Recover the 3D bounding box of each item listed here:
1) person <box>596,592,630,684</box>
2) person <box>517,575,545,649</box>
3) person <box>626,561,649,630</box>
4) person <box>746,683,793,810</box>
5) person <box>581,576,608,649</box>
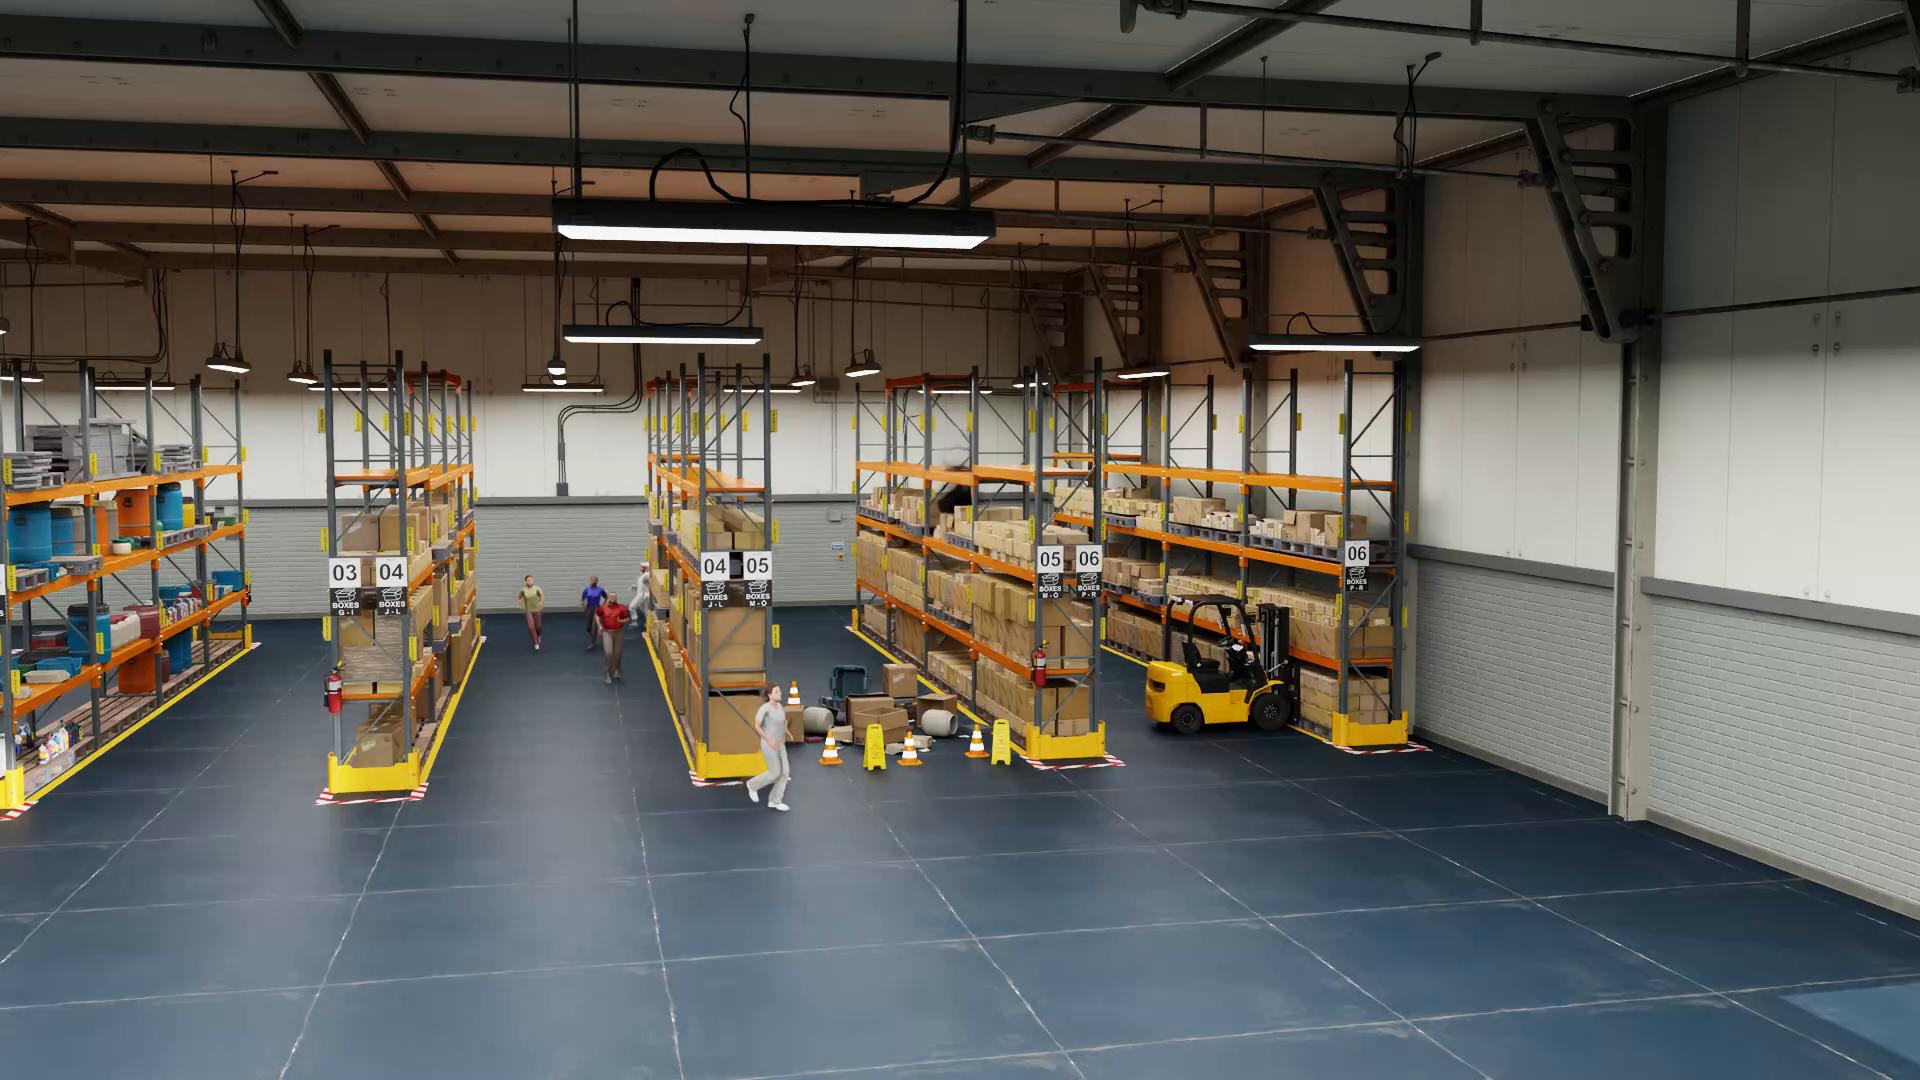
[{"bbox_3d":[-6.763,1.894,32.435,0.647,1.790,0.769,-1,4,-14],"label":"person"},{"bbox_3d":[-9.619,1.603,37.289,0.599,1.639,0.688,-1,4,-17],"label":"person"},{"bbox_3d":[-7.750,1.349,40.428,0.772,1.733,0.787,0,4,-6],"label":"person"},{"bbox_3d":[-2.482,2.681,21.714,0.615,1.649,0.586,2,5,30],"label":"person"},{"bbox_3d":[-8.232,1.613,37.442,0.599,1.627,0.705,0,4,-6],"label":"person"}]
